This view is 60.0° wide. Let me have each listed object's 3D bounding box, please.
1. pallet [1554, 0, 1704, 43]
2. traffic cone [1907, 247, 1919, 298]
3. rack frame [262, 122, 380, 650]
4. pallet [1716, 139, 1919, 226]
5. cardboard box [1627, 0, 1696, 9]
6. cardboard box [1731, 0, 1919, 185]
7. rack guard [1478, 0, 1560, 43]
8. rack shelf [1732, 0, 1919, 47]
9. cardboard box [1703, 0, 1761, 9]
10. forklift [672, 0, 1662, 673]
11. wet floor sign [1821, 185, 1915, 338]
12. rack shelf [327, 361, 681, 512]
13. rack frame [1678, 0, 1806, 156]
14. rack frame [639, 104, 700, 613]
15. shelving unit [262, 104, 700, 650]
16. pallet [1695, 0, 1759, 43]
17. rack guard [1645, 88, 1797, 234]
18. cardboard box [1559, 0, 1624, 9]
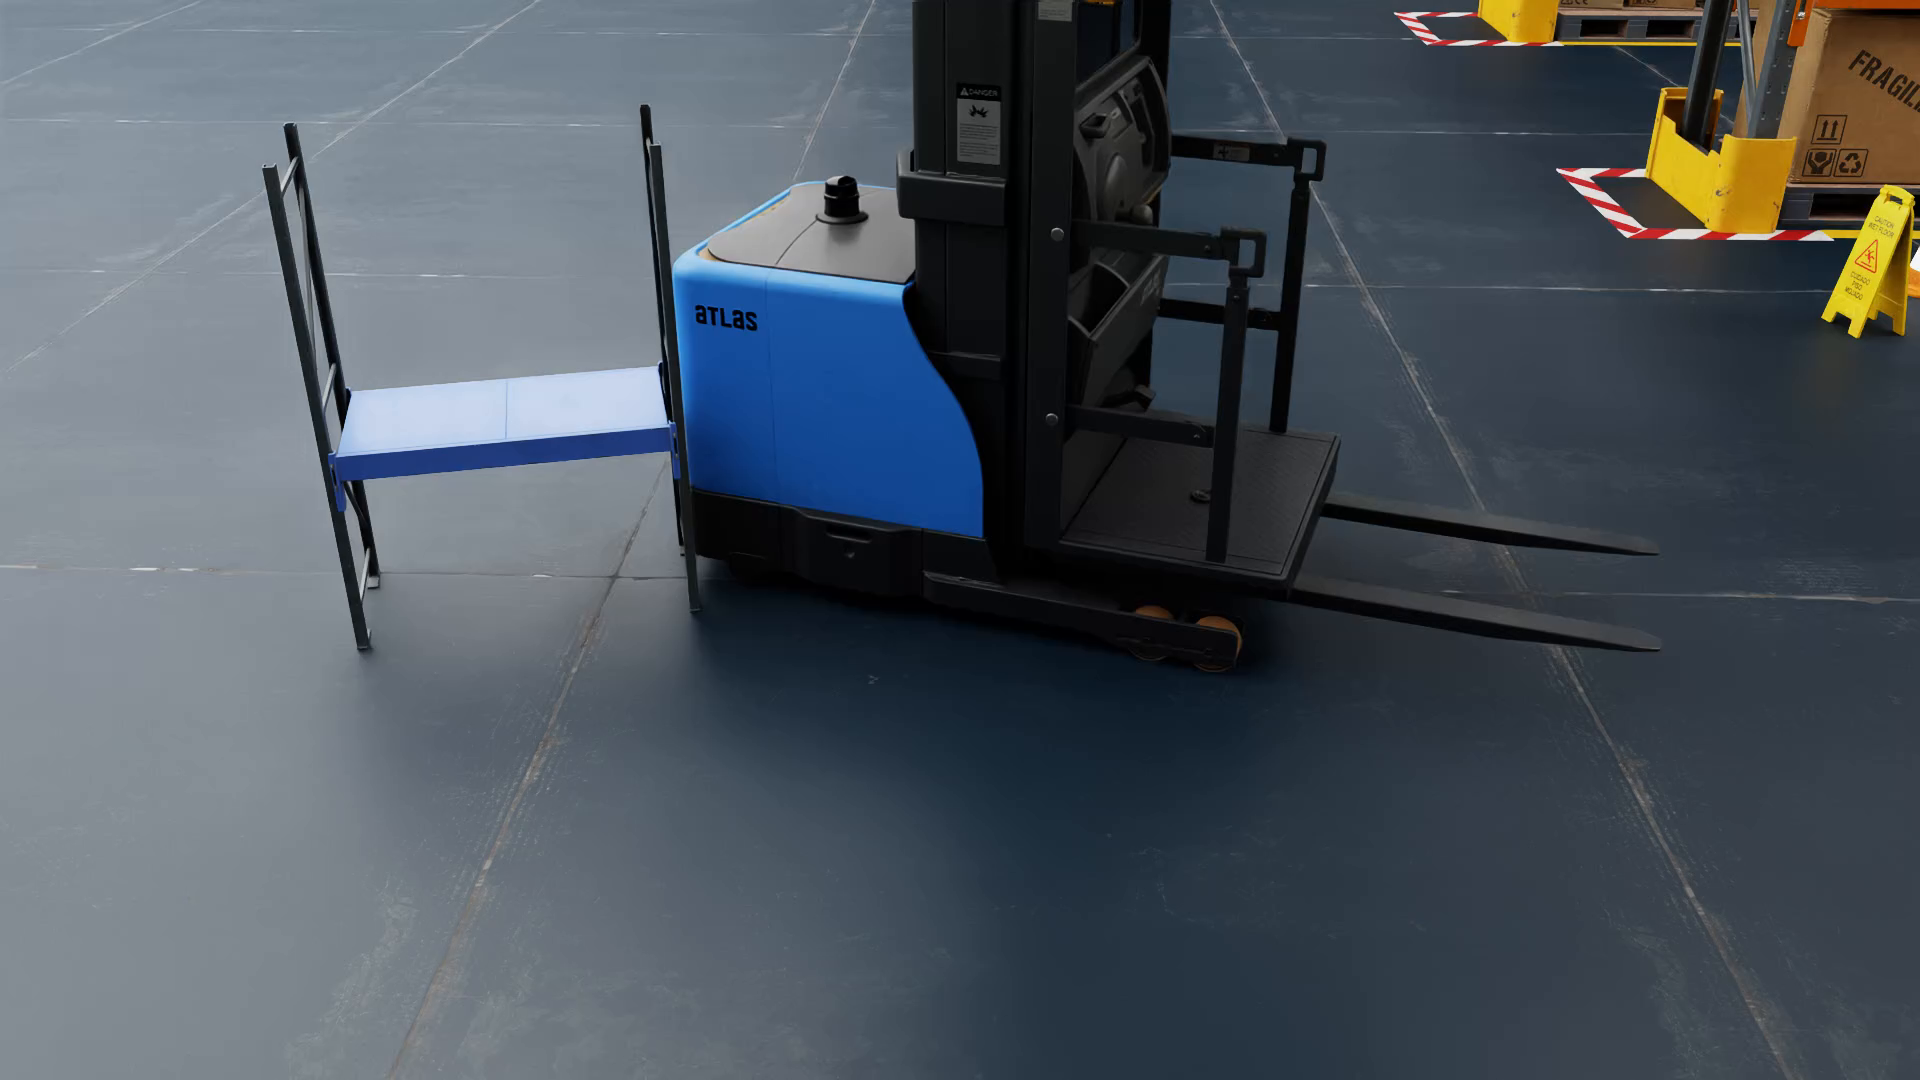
[{"bbox_3d":[5.376,-4.280,13.598,1.213,0.211,1.003,1,28,2],"label":"pallet"},{"bbox_3d":[4.694,-1.429,7.951,0.334,0.463,0.336,1,28,2],"label":"traffic cone"},{"bbox_3d":[-1.893,-0.439,4.978,0.032,1.500,0.500,-6,29,-11],"label":"rack frame"},{"bbox_3d":[5.015,-2.014,9.325,1.213,0.211,1.003,1,28,2],"label":"pallet"},{"bbox_3d":[5.711,-4.612,13.468,0.500,0.500,0.500,8,29,15],"label":"cardboard box"},{"bbox_3d":[4.893,-2.490,9.064,0.875,0.875,0.875,1,28,2],"label":"cardboard box"},{"bbox_3d":[4.565,-4.437,13.587,0.348,0.500,1.175,1,28,2],"label":"rack guard"},{"bbox_3d":[6.212,-2.872,8.733,4.000,0.370,1.077,1,28,2],"label":"rack shelf"},{"bbox_3d":[6.336,-4.593,13.432,0.500,0.500,0.500,4,28,7],"label":"cardboard box"},{"bbox_3d":[0.670,-1.178,4.842,3.031,2.935,1.130,10,29,18],"label":"forklift"},{"bbox_3d":[4.114,-1.256,7.431,0.232,0.644,0.267,-4,28,-7],"label":"wet floor sign"},{"bbox_3d":[-1.397,-0.334,5.163,1.000,0.185,0.538,-6,29,-11],"label":"rack shelf"},{"bbox_3d":[4.213,-3.223,8.627,0.127,3.000,1.000,1,28,2],"label":"rack frame"},{"bbox_3d":[-0.902,-0.546,5.179,0.032,1.500,0.500,-6,29,-11],"label":"rack frame"},{"bbox_3d":[-1.397,-0.493,5.078,1.048,1.500,0.538,-6,29,-11],"label":"shelving unit"},{"bbox_3d":[6.592,-4.258,13.557,1.213,0.211,1.003,1,28,2],"label":"pallet"},{"bbox_3d":[4.189,-2.119,9.213,0.348,0.500,1.175,1,28,2],"label":"rack guard"},{"bbox_3d":[5.113,-4.606,13.457,0.500,0.500,0.500,6,29,11],"label":"cardboard box"}]
